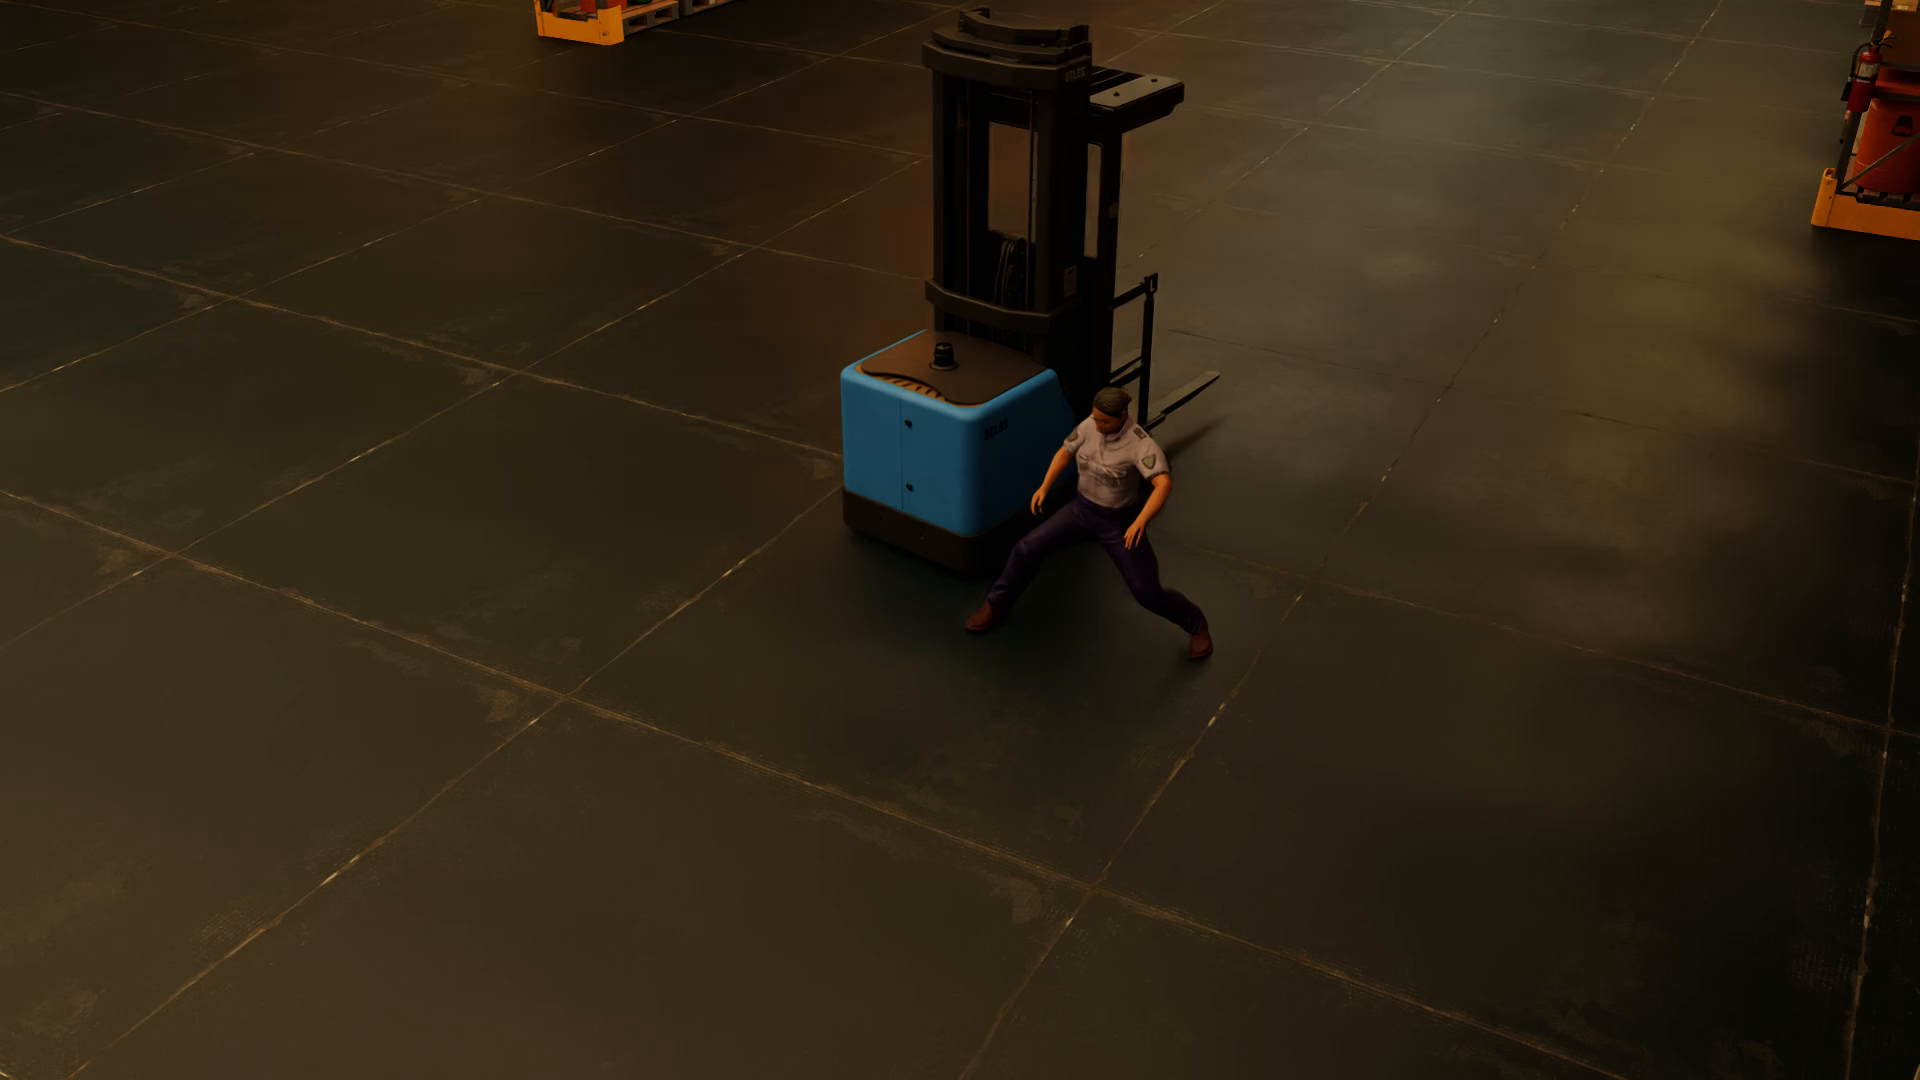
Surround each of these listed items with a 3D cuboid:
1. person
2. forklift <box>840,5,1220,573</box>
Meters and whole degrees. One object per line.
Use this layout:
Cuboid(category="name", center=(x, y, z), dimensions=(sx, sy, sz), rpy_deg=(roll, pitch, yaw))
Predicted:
Cuboid(category="person", center=(0.727, -0.094, 8.726), dimensions=(0.959, 1.477, 1.107), rpy_deg=(-26, 39, -37))
Cuboid(category="forklift", center=(0.606, -1.749, 10.101), dimensions=(1.130, 2.935, 3.031), rpy_deg=(22, 36, 33))
